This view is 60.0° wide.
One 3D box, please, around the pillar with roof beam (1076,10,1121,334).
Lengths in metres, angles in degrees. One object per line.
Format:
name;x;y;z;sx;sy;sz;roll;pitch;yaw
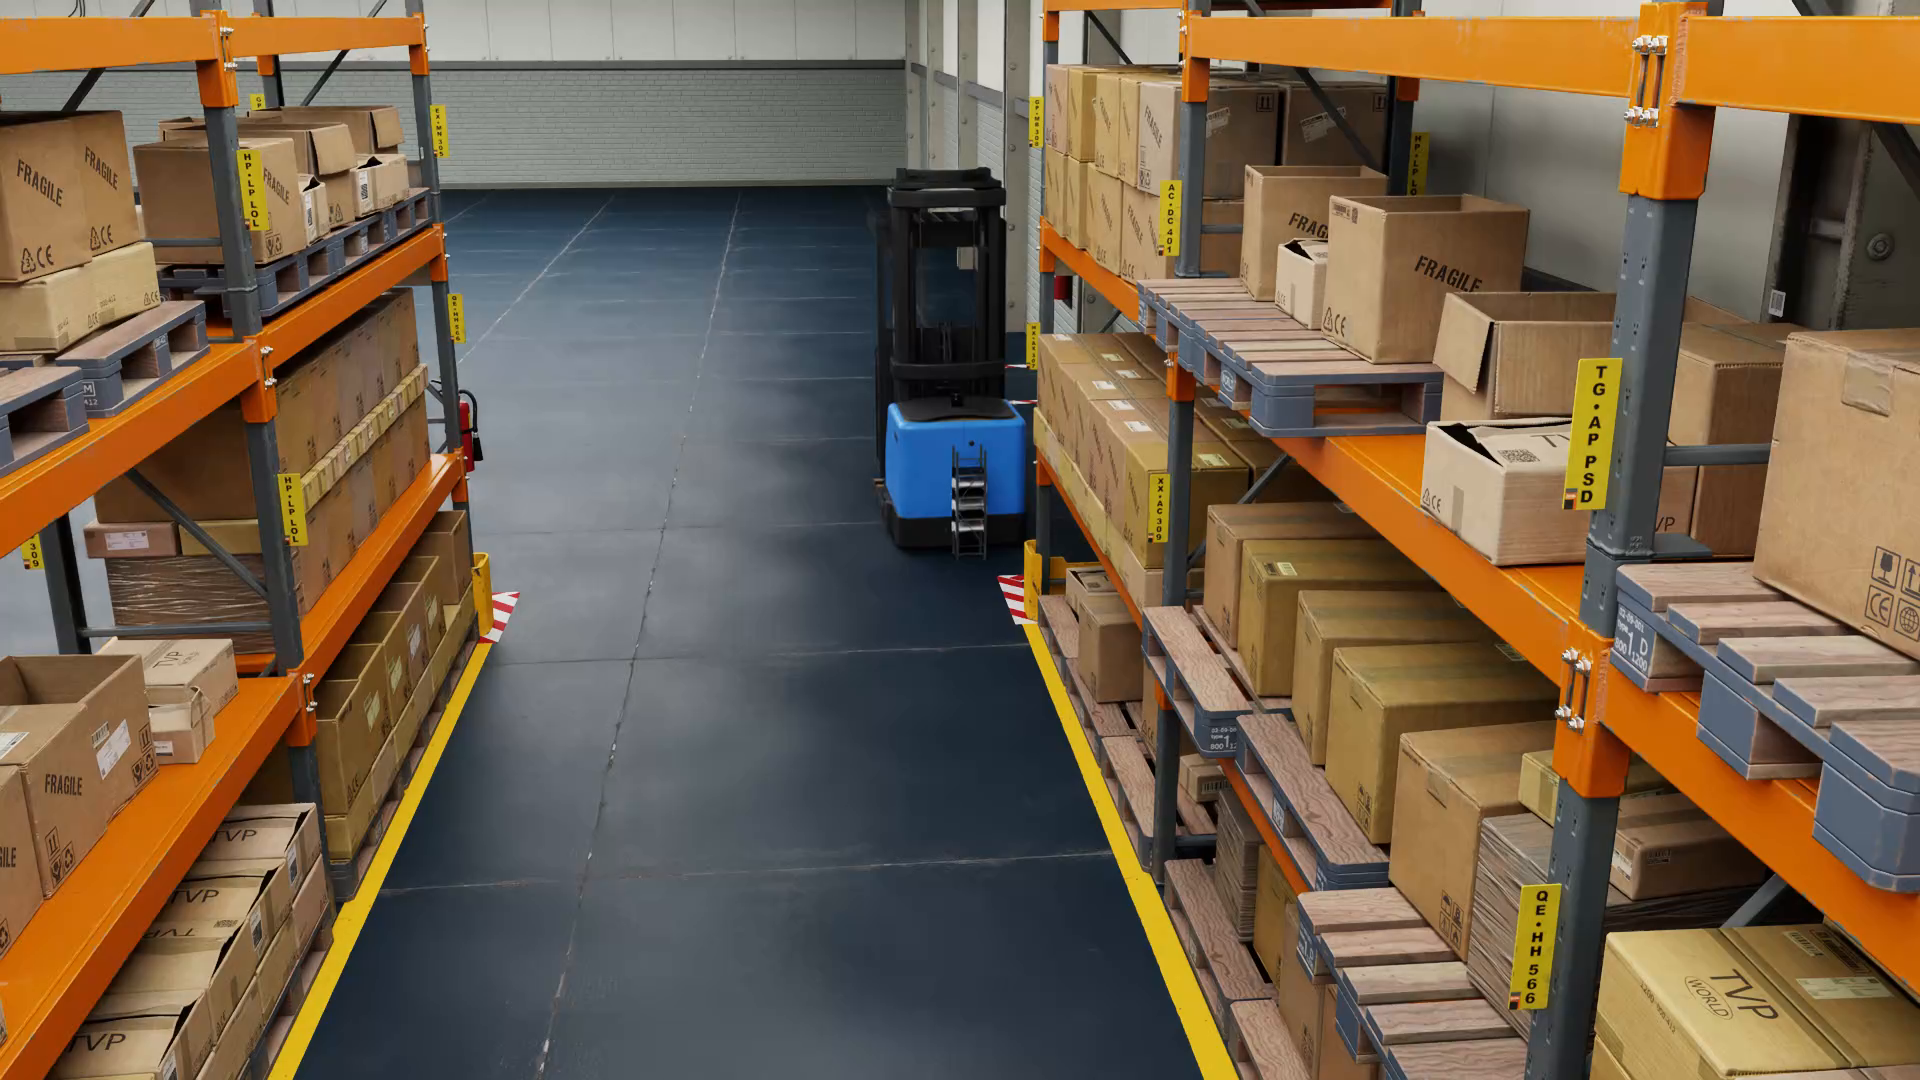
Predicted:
pillar with roof beam;-2.919;-5.278;15.465;9.100;9.000;0.400;-2;18;-6

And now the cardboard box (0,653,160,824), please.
cardboard box;-3.347;0.742;6.140;0.500;0.500;0.500;-1;17;-2

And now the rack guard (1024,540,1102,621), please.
rack guard;1.057;0.272;11.975;1.175;0.500;0.348;-2;18;-6

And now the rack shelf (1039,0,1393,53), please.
rack shelf;1.256;-2.864;8.984;1.077;0.370;4.000;-2;18;-6

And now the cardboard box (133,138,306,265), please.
cardboard box;-3.254;-1.501;7.341;0.500;0.500;0.500;0;17;-1

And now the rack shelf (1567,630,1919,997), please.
rack shelf;2.081;0.949;1.841;1.077;0.370;4.000;-2;18;-6

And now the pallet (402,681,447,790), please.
pallet;-3.634;1.131;9.722;1.003;0.211;1.213;-2;18;-6

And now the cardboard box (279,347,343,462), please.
cardboard box;-3.621;-0.695;8.551;0.700;0.500;0.500;-2;18;-6

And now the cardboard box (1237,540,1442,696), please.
cardboard box;1.531;0.311;6.778;0.700;0.500;0.500;0;17;0

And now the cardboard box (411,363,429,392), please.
cardboard box;-3.648;-1.038;10.726;0.380;0.149;0.250;-2;18;-7

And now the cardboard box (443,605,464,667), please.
cardboard box;-3.465;0.622;10.577;0.500;0.250;0.500;-2;18;-6

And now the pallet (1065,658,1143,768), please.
pallet;1.229;1.016;10.089;1.003;0.211;1.213;-2;18;-6

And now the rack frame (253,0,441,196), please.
rack frame;-3.877;-3.651;10.283;1.000;3.000;0.127;-2;18;-6

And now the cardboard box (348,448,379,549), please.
cardboard box;-3.680;-0.236;9.253;0.700;0.500;0.500;-1;17;-4

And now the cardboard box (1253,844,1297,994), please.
cardboard box;1.658;1.603;7.003;0.700;0.500;0.500;-2;18;-7

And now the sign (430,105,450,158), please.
sign;-3.336;-2.617;10.652;0.100;0.325;0.005;-2;18;-6

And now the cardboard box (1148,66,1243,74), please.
cardboard box;1.421;-2.626;10.156;0.500;0.500;0.500;-1;17;-2

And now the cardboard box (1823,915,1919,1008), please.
cardboard box;2.179;1.011;3.501;0.500;0.250;0.500;-1;17;-4

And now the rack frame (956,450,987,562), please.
rack frame;0.089;-0.258;12.998;0.240;0.900;0.006;-3;18;-8

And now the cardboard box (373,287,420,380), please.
cardboard box;-3.836;-1.300;10.478;0.700;0.500;0.500;-2;18;-5

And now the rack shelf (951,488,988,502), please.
rack shelf;0.073;-0.342;13.076;0.258;0.077;0.200;-3;18;-8

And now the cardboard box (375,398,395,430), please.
cardboard box;-3.542;-0.731;9.747;0.380;0.149;0.250;-1;17;-4

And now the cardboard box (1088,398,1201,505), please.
cardboard box;1.007;-0.477;9.154;0.500;0.500;0.500;-2;18;-7

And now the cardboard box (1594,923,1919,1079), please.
cardboard box;1.668;1.035;3.422;0.500;0.250;0.500;-1;17;-4

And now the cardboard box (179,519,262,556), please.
cardboard box;-3.300;-0.040;7.548;0.380;0.149;0.250;-2;18;-6

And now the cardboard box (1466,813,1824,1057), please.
cardboard box;1.816;1.043;4.445;0.700;0.500;0.500;-4;18;-12

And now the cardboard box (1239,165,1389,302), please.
cardboard box;1.439;-1.265;6.823;0.500;0.500;0.500;1;17;2

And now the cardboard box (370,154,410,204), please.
cardboard box;-3.496;-2.081;9.604;0.500;0.250;0.500;-2;18;-6

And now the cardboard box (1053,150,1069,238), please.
cardboard box;0.855;-2.163;10.350;0.500;0.500;0.500;-1;17;-2

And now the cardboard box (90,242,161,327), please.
cardboard box;-3.411;-0.973;6.310;0.500;0.250;0.500;0;17;0

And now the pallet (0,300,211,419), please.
pallet;-3.361;-0.674;6.129;0.805;0.209;1.217;-2;18;-8

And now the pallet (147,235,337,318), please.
pallet;-3.579;-1.239;7.756;1.003;0.211;1.213;-2;18;-6

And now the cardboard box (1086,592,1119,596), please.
cardboard box;1.090;0.509;10.803;0.500;0.311;0.500;0;17;-1

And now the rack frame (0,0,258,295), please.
rack frame;-3.465;-2.459;6.487;1.000;3.000;0.127;-2;18;-6

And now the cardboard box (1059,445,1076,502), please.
cardboard box;0.898;-0.419;10.222;0.500;0.250;0.500;-2;18;-7

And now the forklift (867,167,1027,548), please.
forklift;-0.197;-1.737;14.316;1.130;2.935;3.031;-3;18;-8

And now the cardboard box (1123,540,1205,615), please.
cardboard box;1.112;0.179;8.316;0.500;0.250;0.500;-2;18;-6

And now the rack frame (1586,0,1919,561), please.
rack frame;1.875;-1.422;3.182;1.000;3.000;0.127;-2;18;-6

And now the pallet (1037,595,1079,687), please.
pallet;1.106;0.653;11.244;1.003;0.211;1.213;-2;18;-6

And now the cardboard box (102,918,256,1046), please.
cardboard box;-3.029;1.662;6.327;0.500;0.311;0.500;-2;18;-6

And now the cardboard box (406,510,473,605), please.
cardboard box;-3.526;0.116;10.939;0.500;0.500;0.500;-2;18;-6

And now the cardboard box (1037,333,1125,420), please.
cardboard box;0.800;-1.087;11.097;0.500;0.500;0.500;-2;18;-6

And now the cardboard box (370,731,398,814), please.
cardboard box;-3.258;1.218;8.679;0.500;0.250;0.500;-2;18;-6

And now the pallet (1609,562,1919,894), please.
pallet;1.994;0.290;3.054;1.213;0.211;1.003;-1;17;-3

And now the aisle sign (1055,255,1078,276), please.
aisle sign;0.744;-2.195;11.322;0.394;0.787;0.004;-2;18;-6

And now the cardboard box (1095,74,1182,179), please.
cardboard box;1.009;-2.176;8.722;0.500;0.500;0.500;-2;18;-8

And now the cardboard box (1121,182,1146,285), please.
cardboard box;1.125;-1.533;8.345;0.500;0.500;0.500;-3;18;-10

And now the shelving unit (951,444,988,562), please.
shelving unit;0.073;-0.288;13.093;0.258;0.900;0.210;-3;18;-8

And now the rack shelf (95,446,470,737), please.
rack shelf;-3.671;0.150;9.391;1.077;0.370;4.000;-2;18;-6

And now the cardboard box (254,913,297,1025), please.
cardboard box;-3.083;1.780;6.889;0.500;0.250;0.500;-2;18;-6

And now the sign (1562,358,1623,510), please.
sign;1.335;-0.221;3.502;0.100;0.325;0.005;-2;18;-6

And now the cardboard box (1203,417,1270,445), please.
cardboard box;1.572;-0.348;8.742;0.500;0.500;0.500;-2;18;-6

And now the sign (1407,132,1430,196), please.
sign;2.014;-1.635;7.349;0.100;0.325;0.005;-2;18;-6

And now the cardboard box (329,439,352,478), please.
cardboard box;-3.437;-0.424;8.770;0.380;0.149;0.250;-2;18;-7

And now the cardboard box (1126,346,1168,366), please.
cardboard box;1.352;-0.954;10.675;0.500;0.500;0.500;-2;17;-5

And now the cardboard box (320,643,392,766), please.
cardboard box;-3.261;0.860;8.567;0.500;0.500;0.500;-2;18;-6
